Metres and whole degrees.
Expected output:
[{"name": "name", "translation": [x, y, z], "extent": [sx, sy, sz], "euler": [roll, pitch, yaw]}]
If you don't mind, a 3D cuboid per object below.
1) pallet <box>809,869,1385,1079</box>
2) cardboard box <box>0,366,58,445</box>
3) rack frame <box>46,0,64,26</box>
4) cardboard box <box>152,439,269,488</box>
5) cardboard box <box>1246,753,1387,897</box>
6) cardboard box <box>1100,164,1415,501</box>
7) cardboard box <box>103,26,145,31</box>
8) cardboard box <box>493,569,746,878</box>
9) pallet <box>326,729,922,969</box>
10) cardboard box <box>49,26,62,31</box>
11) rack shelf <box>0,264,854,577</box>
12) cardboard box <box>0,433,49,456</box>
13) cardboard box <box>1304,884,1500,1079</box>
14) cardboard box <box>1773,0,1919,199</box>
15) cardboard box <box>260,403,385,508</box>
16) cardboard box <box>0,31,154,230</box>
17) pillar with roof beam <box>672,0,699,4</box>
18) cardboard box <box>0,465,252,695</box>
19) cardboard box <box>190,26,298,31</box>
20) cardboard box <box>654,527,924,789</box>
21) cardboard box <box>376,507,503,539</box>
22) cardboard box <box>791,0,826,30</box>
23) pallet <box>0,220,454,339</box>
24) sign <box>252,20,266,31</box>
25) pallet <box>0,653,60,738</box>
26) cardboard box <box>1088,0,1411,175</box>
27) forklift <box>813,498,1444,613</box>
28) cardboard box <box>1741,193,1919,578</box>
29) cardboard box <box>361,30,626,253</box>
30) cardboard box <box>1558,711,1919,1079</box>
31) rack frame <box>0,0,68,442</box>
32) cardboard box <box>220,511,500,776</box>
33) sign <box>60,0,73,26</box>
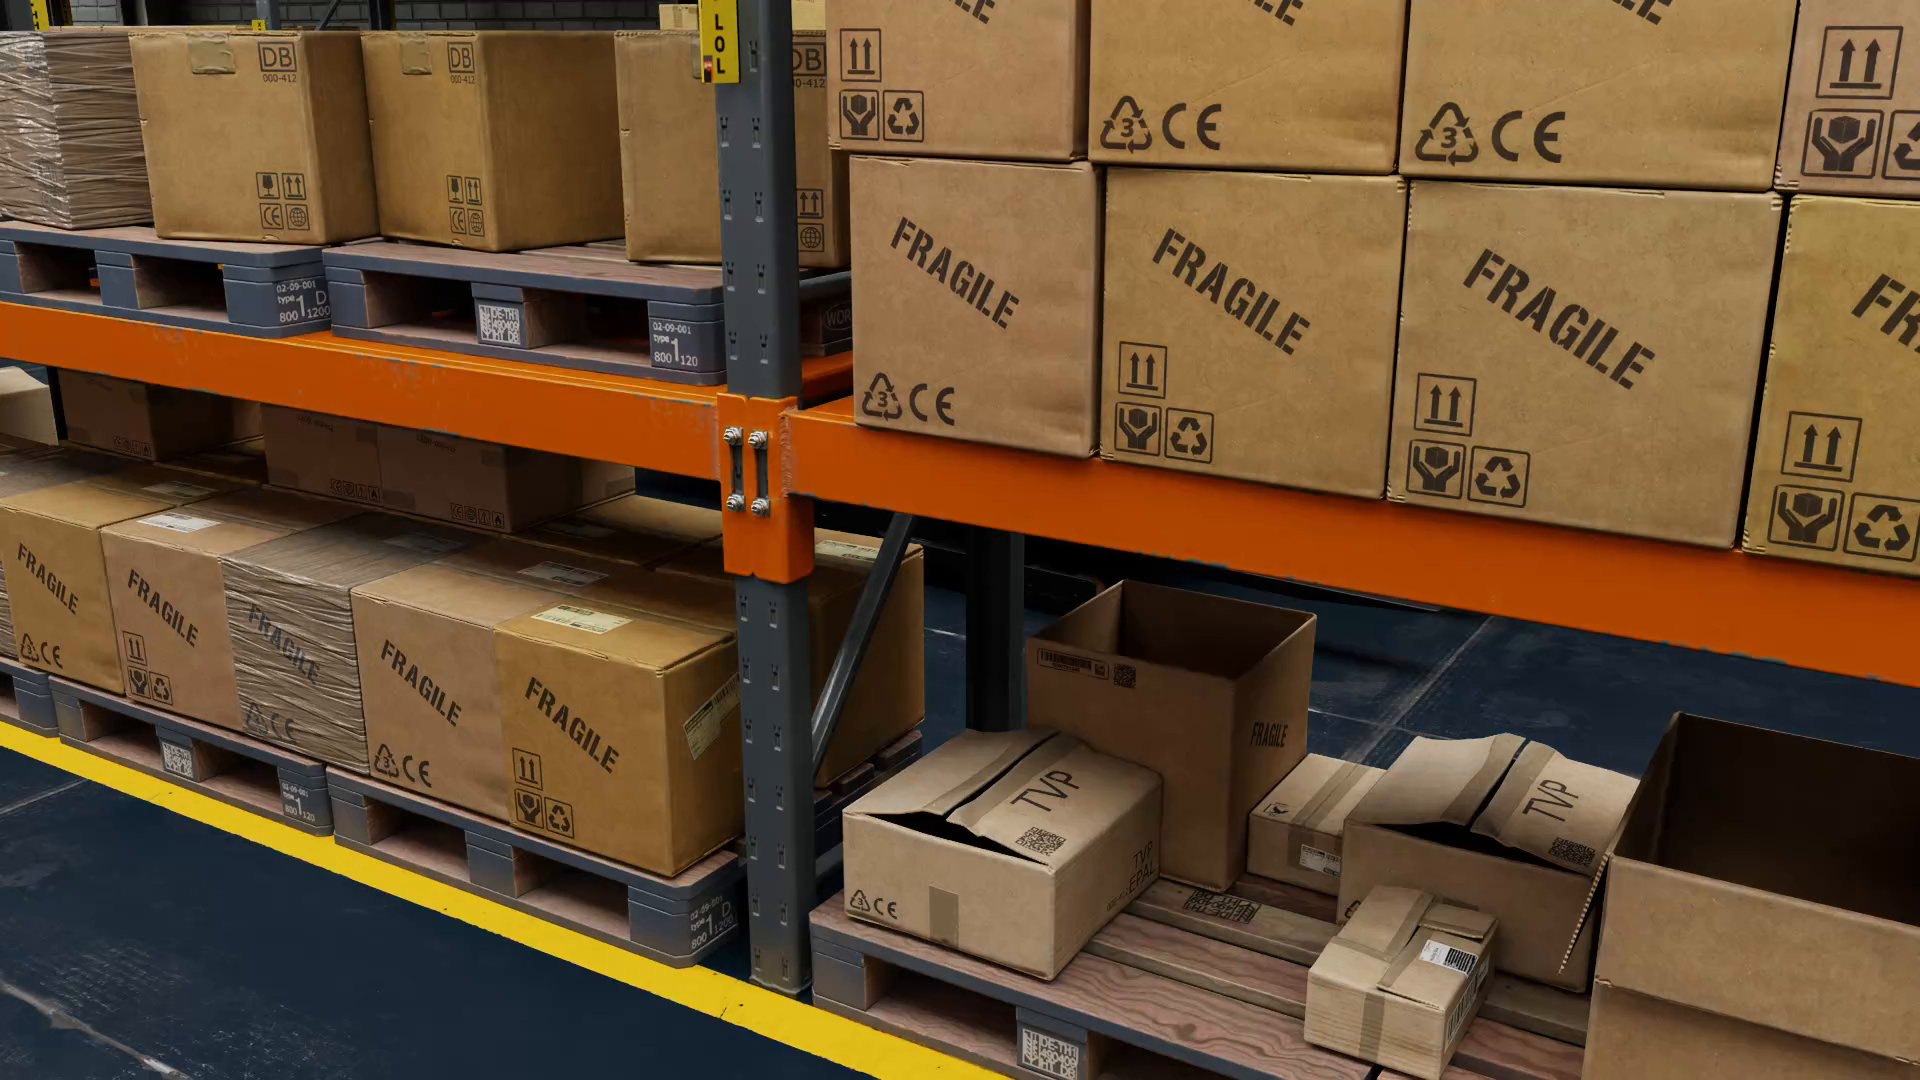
[{"name": "pallet", "translation": [0.437, 0.867, 3.664], "extent": [1.213, 0.211, 1.003], "euler": [10, 20, 30]}, {"name": "cardboard box", "translation": [-3.849, -0.486, 6.365], "extent": [0.500, 0.311, 0.500], "euler": [11, 20, 32]}, {"name": "rack frame", "translation": [-7.784, -3.625, 13.653], "extent": [0.127, 3.000, 1.000], "euler": [10, 20, 30]}, {"name": "cardboard box", "translation": [-2.196, -0.032, 5.369], "extent": [0.500, 0.500, 0.500], "euler": [9, 19, 28]}, {"name": "cardboard box", "translation": [0.837, 0.640, 3.761], "extent": [0.250, 0.149, 0.380], "euler": [10, 20, 30]}, {"name": "cardboard box", "translation": [0.582, -0.398, 2.858], "extent": [0.500, 0.500, 0.500], "euler": [11, 20, 31]}, {"name": "cardboard box", "translation": [-5.792, -3.462, 12.051], "extent": [0.500, 0.500, 0.500], "euler": [9, 19, 28]}, {"name": "cardboard box", "translation": [-0.718, 0.409, 3.916], "extent": [0.500, 0.500, 0.500], "euler": [10, 20, 30]}, {"name": "pallet", "translation": [-0.861, 0.648, 4.385], "extent": [1.213, 0.211, 1.003], "euler": [10, 20, 30]}, {"name": "cardboard box", "translation": [-6.682, -3.616, 12.559], "extent": [0.500, 0.500, 0.500], "euler": [9, 19, 28]}, {"name": "rack shelf", "translation": [-1.852, -0.532, 4.709], "extent": [4.000, 0.370, 1.077], "euler": [10, 20, 30]}, {"name": "cardboard box", "translation": [-3.318, -0.055, 5.445], "extent": [0.500, 0.500, 0.500], "euler": [11, 20, 32]}, {"name": "cardboard box", "translation": [0.839, 0.820, 3.140], "extent": [0.250, 0.166, 0.380], "euler": [10, 20, 30]}, {"name": "cardboard box", "translation": [1.425, -0.722, 2.204], "extent": [0.500, 0.500, 0.500], "euler": [11, 20, 32]}, {"name": "cardboard box", "translation": [-1.712, -0.307, 4.986], "extent": [0.500, 0.250, 0.500], "euler": [10, 19, 29]}, {"name": "cardboard box", "translation": [-2.281, -1.175, 4.694], "extent": [0.500, 0.500, 0.700], "euler": [15, 22, 40]}, {"name": "pillar with roof beam", "translation": [-3.875, -4.624, 6.621], "extent": [0.400, 9.000, 9.100], "euler": [10, 20, 30]}, {"name": "cardboard box", "translation": [-2.444, 0.101, 4.932], "extent": [0.500, 0.500, 0.500], "euler": [10, 19, 29]}, {"name": "cardboard box", "translation": [-4.940, -3.308, 11.545], "extent": [0.500, 0.500, 0.500], "euler": [10, 20, 30]}, {"name": "cardboard box", "translation": [-0.433, 0.280, 4.344], "extent": [0.500, 0.500, 0.500], "euler": [9, 19, 28]}, {"name": "cardboard box", "translation": [-1.315, 0.123, 4.858], "extent": [0.500, 0.500, 0.500], "euler": [10, 20, 31]}, {"name": "cardboard box", "translation": [-0.691, -2.829, 9.025], "extent": [0.500, 0.250, 0.500], "euler": [11, 20, 31]}, {"name": "pallet", "translation": [-1.897, -0.794, 4.664], "extent": [1.213, 0.211, 1.003], "euler": [10, 20, 30]}, {"name": "sign", "translation": [-4.653, -3.295, 11.078], "extent": [0.005, 0.325, 0.100], "euler": [10, 20, 30]}, {"name": "pallet", "translation": [-2.940, 0.277, 5.607], "extent": [1.213, 0.211, 1.003], "euler": [10, 20, 30]}, {"name": "cardboard box", "translation": [0.546, -0.879, 2.720], "extent": [0.500, 0.500, 0.500], "euler": [9, 19, 28]}, {"name": "forklift", "translation": [0.509, -1.295, 6.101], "extent": [3.031, 2.935, 1.130], "euler": [12, 21, 34]}, {"name": "cardboard box", "translation": [1.441, -0.244, 2.352], "extent": [0.500, 0.500, 0.500], "euler": [10, 19, 29]}, {"name": "cardboard box", "translation": [-1.054, -1.037, 4.240], "extent": [0.500, 0.500, 0.700], "euler": [14, 22, 39]}, {"name": "cardboard box", "translation": [1.456, 0.696, 2.966], "extent": [0.637, 0.503, 0.797], "euler": [10, 20, 30]}, {"name": "rack frame", "translation": [-3.556, -1.180, 5.606], "extent": [0.127, 3.000, 1.000], "euler": [10, 20, 30]}, {"name": "cardboard box", "translation": [-1.562, 0.256, 4.422], "extent": [0.500, 0.500, 0.500], "euler": [10, 20, 31]}, {"name": "sign", "translation": [-7.477, -4.464, 13.881], "extent": [0.005, 0.325, 0.100], "euler": [10, 20, 30]}]
